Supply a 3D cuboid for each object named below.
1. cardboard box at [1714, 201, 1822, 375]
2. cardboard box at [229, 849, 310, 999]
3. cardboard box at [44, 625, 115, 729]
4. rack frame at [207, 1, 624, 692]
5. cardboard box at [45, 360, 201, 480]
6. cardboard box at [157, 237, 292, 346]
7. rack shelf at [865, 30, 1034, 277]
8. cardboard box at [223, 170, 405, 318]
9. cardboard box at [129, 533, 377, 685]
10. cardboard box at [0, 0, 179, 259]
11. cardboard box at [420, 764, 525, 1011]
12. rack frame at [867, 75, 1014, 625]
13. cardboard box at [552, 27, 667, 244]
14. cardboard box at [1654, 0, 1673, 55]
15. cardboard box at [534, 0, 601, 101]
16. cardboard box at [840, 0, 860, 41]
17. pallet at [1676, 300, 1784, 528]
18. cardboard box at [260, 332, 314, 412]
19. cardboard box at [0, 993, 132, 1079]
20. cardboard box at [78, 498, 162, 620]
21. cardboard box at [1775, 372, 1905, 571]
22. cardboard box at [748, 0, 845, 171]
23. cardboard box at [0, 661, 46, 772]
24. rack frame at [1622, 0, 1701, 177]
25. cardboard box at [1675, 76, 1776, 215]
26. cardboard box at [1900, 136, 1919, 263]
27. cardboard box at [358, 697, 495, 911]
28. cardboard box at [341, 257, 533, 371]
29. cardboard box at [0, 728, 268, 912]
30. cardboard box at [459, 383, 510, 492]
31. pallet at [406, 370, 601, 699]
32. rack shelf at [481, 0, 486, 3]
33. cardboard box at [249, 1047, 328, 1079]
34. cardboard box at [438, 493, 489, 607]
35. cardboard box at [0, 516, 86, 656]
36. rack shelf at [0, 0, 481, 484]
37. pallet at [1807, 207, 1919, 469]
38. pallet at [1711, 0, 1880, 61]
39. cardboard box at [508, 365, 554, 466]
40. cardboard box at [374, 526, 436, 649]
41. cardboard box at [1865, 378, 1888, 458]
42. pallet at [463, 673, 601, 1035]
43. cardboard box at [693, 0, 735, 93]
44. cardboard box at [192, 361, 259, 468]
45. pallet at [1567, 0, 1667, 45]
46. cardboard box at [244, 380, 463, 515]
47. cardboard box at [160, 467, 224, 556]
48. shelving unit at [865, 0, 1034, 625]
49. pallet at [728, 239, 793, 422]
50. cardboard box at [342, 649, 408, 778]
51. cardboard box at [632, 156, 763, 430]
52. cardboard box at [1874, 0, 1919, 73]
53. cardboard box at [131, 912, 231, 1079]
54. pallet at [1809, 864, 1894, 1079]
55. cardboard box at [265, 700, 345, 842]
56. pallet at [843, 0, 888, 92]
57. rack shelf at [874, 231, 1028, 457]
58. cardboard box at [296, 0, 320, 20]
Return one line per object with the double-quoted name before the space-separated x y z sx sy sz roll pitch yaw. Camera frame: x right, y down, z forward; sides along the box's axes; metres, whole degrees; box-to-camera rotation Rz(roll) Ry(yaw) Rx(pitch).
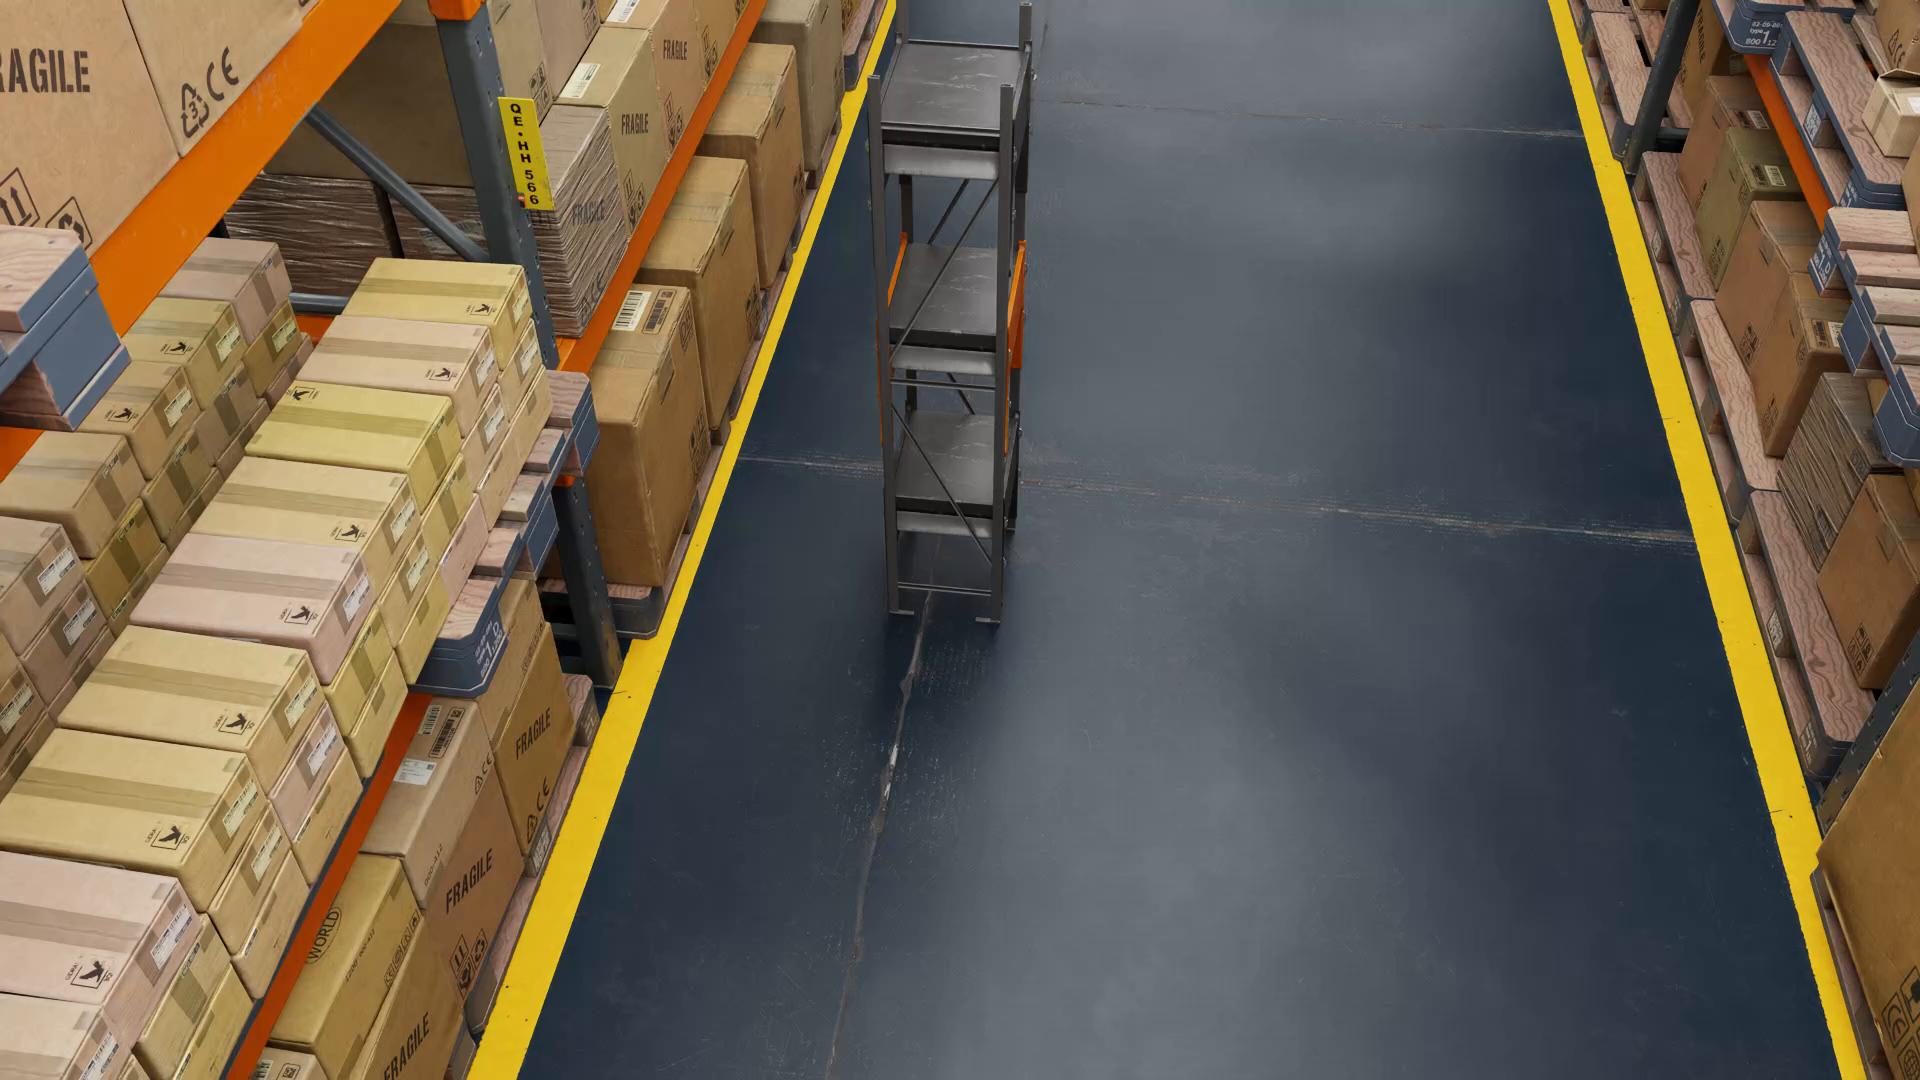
"cardboard box" 3.500 -0.995 6.617 0.700 0.500 0.500 2 43 2
"cardboard box" -1.492 0.719 3.186 0.380 0.149 0.250 3 44 4
"cardboard box" -2.072 0.301 3.628 0.380 0.149 0.250 7 44 7
"rack frame" -1.675 -0.657 4.763 1.000 3.000 0.127 5 44 6
"cardboard box" -1.997 -0.287 3.816 0.380 0.149 0.250 5 44 5
"cardboard box" -1.928 -0.634 4.183 0.380 0.149 0.250 5 44 6
"rack shelf" -0.022 -1.148 4.937 0.431 0.518 0.480 5 44 6
"cardboard box" -1.881 -1.025 5.078 0.500 0.500 0.500 5 44 6
"cardboard box" -1.424 0.137 3.369 0.380 0.149 0.250 5 44 6
"cardboard box" -1.622 -0.688 2.541 0.500 0.500 0.500 5 44 6
"cardboard box" -1.575 0.924 4.605 0.500 0.500 0.500 7 44 7
"rack frame" -0.054 -0.483 5.233 0.400 2.100 0.015 5 44 6
"cardboard box" -1.283 -1.322 5.392 0.500 0.500 0.500 5 44 5
"cardboard box" 3.918 -2.768 8.505 0.500 0.500 0.500 19 46 19
"cardboard box" -1.540 -1.707 5.071 0.700 0.500 0.500 5 44 5
"cardboard box" -0.993 -3.187 8.674 0.875 0.875 0.875 6 44 6
"pallet" 3.497 -0.487 6.610 1.003 0.211 1.213 5 44 6
"cardboard box" -1.934 -0.432 4.402 0.380 0.149 0.250 5 44 5
"cardboard box" -1.559 0.855 2.610 0.380 0.149 0.250 5 44 5
"cardboard box" -2.036 0.024 3.704 0.380 0.149 0.250 5 44 6
"cardboard box" 3.358 -0.227 5.806 0.700 0.500 0.500 2 43 2
"cardboard box" -1.139 -2.288 7.815 1.050 0.750 0.750 5 44 5
"cardboard box" -2.106 0.362 3.347 0.380 0.149 0.250 5 44 5
"rack frame" 3.757 -2.864 7.093 1.000 3.000 0.127 5 44 6
"cardboard box" 3.655 -1.699 7.361 0.700 0.500 0.500 2 43 2
"cardboard box" 3.235 -1.088 4.839 0.700 0.500 0.500 11 45 12
"cardboard box" -1.561 0.661 4.338 0.500 0.250 0.500 6 44 6
"cardboard box" -1.285 -0.559 4.103 0.380 0.149 0.250 4 44 4
"cardboard box" -1.493 0.499 2.985 0.380 0.149 0.250 6 44 7
"cardboard box" -1.322 -0.266 4.011 0.380 0.149 0.250 7 44 7
"pallet" -1.663 -0.092 4.305 1.213 0.211 1.003 5 44 6
"rack shelf" -1.410 -2.848 5.418 1.077 0.370 4.000 5 44 6
"cardboard box" -1.704 1.362 3.597 0.500 0.250 0.500 7 44 7
"cardboard box" -1.352 0.004 3.942 0.380 0.149 0.250 6 44 6
"cardboard box" -2.067 0.078 3.431 0.380 0.149 0.250 7 44 7
"rack shelf" -1.939 -0.122 2.539 1.077 0.370 4.000 5 44 6
"pallet" 3.217 -0.563 4.803 1.213 0.211 1.003 5 44 6
"pallet" 3.512 -2.286 6.622 1.003 0.211 1.213 5 44 6
"cardboard box" -1.284 -0.341 4.305 0.380 0.149 0.250 6 44 6
"cardboard box" -1.388 0.084 3.641 0.380 0.149 0.250 5 44 6
"cardboard box" 3.347 -0.484 5.532 0.500 0.250 0.500 10 44 10
"pallet" -1.779 0.888 5.159 1.003 0.211 1.213 5 44 6
"cardboard box" -1.148 -2.005 6.113 0.500 0.500 0.500 5 44 5
"cardboard box" -1.971 -0.330 4.078 0.380 0.149 0.250 7 44 8
"pallet" 3.970 -3.146 9.419 1.003 0.211 1.213 5 44 6
"cardboard box" -1.355 -0.209 3.734 0.380 0.149 0.250 6 44 7
"cardboard box" -2.005 -0.065 4.014 0.380 0.149 0.250 7 44 8
"shelving unit" -0.022 -0.650 5.409 0.431 2.100 0.503 5 44 6
"pallet" -1.332 -1.004 7.157 1.003 0.211 1.213 5 44 6
"cardboard box" -1.423 0.357 3.569 0.380 0.149 0.250 3 44 4
"cardboard box" -1.393 -0.996 6.451 1.050 0.750 0.750 6 44 6
"cardboard box" 3.620 -1.864 5.656 0.797 0.503 0.637 9 44 10
"cardboard box" -1.527 0.778 2.907 0.380 0.149 0.250 5 44 5
"pallet" 3.050 1.405 4.612 1.003 0.211 1.213 5 44 6
"cardboard box" -1.457 0.431 3.274 0.380 0.149 0.250 6 44 7
"pallet" -0.968 -2.882 9.140 1.003 0.211 1.213 5 44 6
"rack shelf" -0.022 -0.640 5.418 0.431 0.518 0.480 5 44 6
"cardboard box" -1.498 -1.371 3.261 0.500 0.500 0.500 5 44 6
